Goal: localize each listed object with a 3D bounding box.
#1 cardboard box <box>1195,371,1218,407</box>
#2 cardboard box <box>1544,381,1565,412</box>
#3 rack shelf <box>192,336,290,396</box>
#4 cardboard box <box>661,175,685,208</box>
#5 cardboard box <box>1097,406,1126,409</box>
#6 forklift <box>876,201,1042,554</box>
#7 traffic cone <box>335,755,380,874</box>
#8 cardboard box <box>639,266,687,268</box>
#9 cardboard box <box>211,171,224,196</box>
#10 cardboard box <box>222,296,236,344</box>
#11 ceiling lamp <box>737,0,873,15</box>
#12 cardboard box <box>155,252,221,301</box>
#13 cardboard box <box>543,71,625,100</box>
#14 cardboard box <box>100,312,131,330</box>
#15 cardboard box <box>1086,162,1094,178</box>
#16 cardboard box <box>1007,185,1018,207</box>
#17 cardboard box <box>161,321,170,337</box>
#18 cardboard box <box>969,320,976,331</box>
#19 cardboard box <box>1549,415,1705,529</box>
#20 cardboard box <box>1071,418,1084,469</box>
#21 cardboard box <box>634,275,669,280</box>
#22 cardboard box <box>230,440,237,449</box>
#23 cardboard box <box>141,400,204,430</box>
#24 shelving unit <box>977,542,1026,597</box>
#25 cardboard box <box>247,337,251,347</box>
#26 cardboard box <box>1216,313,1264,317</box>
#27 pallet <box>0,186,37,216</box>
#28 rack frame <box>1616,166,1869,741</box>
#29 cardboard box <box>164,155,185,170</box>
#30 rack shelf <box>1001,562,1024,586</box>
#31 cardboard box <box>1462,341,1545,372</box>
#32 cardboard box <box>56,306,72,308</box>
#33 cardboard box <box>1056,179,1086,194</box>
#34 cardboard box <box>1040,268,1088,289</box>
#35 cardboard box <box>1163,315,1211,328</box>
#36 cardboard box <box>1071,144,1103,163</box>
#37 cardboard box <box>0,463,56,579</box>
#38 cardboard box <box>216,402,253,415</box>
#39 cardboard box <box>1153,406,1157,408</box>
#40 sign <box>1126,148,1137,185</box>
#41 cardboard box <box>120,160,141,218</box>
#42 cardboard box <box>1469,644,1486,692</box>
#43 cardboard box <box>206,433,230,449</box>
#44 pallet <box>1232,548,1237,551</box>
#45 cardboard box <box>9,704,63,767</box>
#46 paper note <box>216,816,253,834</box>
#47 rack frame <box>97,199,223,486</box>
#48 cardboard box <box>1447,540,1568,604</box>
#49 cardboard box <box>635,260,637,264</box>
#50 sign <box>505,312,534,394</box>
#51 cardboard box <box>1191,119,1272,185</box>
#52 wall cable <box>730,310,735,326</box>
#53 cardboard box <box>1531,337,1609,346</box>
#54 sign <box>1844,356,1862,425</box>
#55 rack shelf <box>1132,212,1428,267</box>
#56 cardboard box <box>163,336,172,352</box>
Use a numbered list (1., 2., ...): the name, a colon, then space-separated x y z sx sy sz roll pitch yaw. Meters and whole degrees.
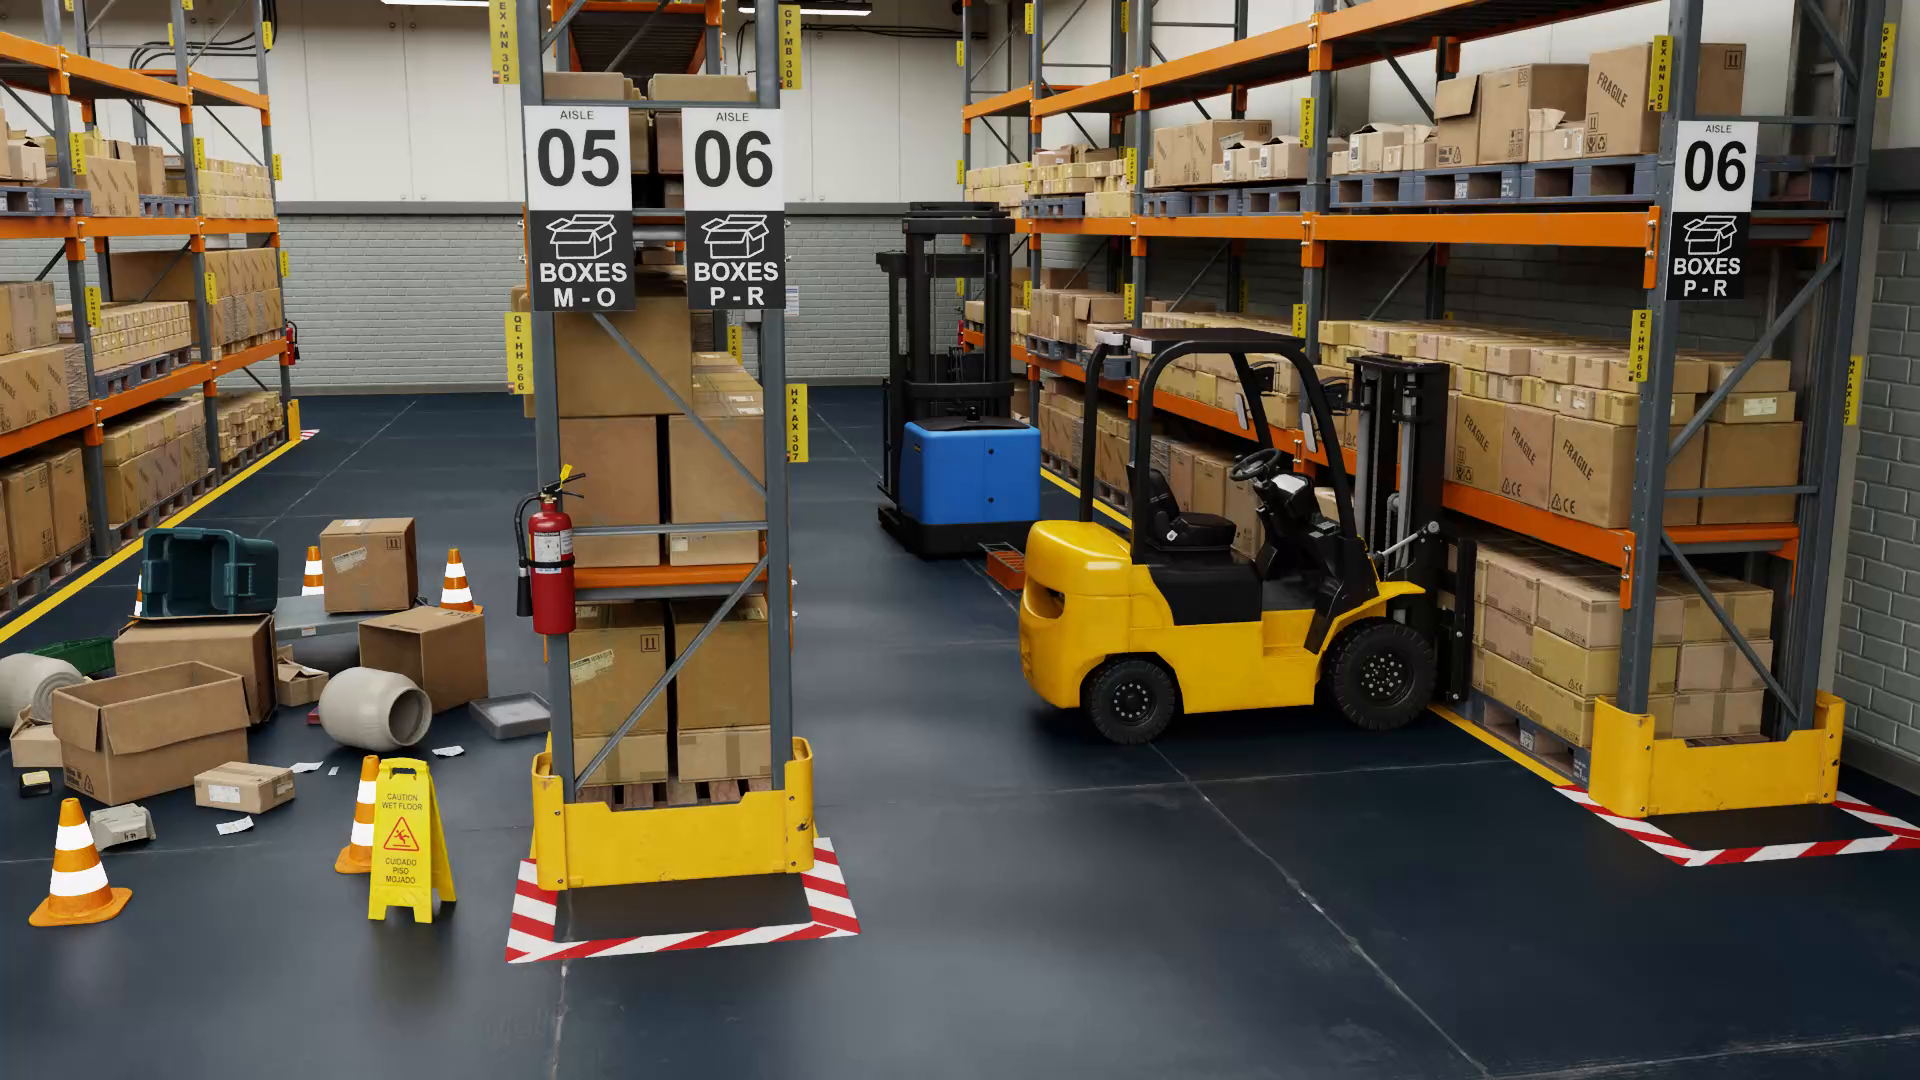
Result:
1. cardboard box: 2.242 -1.243 13.604 0.500 0.250 0.500 -2 11 -9
2. cardboard box: 3.241 -0.738 8.549 0.380 0.149 0.250 -2 11 -10
3. rack shelf: -8.774 -2.056 19.399 1.077 0.370 4.000 -2 11 -11
4. cardboard box: -1.101 -1.508 7.245 0.380 0.149 0.250 -2 11 -13
5. cardboard box: 1.522 -1.311 17.389 0.380 0.149 0.250 -3 11 -14
6. forklift: -0.141 -1.553 15.018 1.130 2.935 3.031 -2 11 -13
7. traffic cone: -2.565 1.174 7.289 0.336 0.463 0.334 -2 11 -11
8. cardboard box: -3.109 -2.614 17.465 0.500 0.500 0.500 -2 11 -10
9. cardboard box: -8.336 -3.876 18.082 0.500 0.250 0.500 -2 11 -11
10. cardboard box: -8.338 -2.428 18.368 0.500 0.500 0.500 -2 11 -11
11. ceiling lamp: -2.264 -9.377 24.285 2.000 3.185 0.800 -2 11 -11
12. cardboard box: -8.234 -2.820 17.755 0.500 0.500 0.500 -2 11 -10
13. cardboard box: -1.571 -1.833 6.822 0.380 0.149 0.250 -2 11 -10
14. cardboard box: -7.711 -1.968 14.972 0.380 0.149 0.250 -2 11 -8
15. cardboard box: 1.487 -3.720 16.738 0.380 0.149 0.250 -2 11 -11
16. cardboard box: 0.868 -4.142 20.021 0.500 0.250 0.500 -3 11 -13
17. cardboard box: -7.959 -2.062 16.259 0.380 0.149 0.250 -2 11 -13
18. cardboard box: 0.335 -2.962 22.908 0.380 0.149 0.250 -2 11 -11
19. cardboard box: 3.299 -0.351 8.251 0.500 0.500 0.500 -2 11 -12
20. cardboard box: 1.493 -1.019 17.591 0.500 0.500 0.500 -3 11 -13
21. cardboard box: -2.043 -1.277 9.646 0.700 0.500 0.500 -2 11 -11
22. cardboard box: -8.292 -1.019 18.530 0.380 0.149 0.250 -2 11 -11
23. cardboard box: -7.993 -1.262 16.859 0.500 0.250 0.500 -2 11 -13
24. shelving unit: 0.400 0.221 13.017 0.258 0.189 1.200 -3 11 -13
25. cardboard box: -8.659 -2.364 19.764 0.380 0.149 0.250 -3 11 -13
26. cardboard box: 2.519 -1.960 14.969 0.380 0.149 0.250 -2 11 -10
27. pallet: -7.210 -2.368 11.599 1.003 0.211 1.213 -2 11 -8
28. rack frame: 3.653 -0.221 7.836 1.000 3.000 0.127 -2 11 -11
29. cardboard box: -8.204 -3.946 17.380 0.380 0.149 0.250 -2 11 -12
30. rack shelf: 0.446 0.257 12.830 0.258 0.180 0.103 -3 11 -13
31. cardboard box: 3.030 -1.023 9.254 0.380 0.149 0.250 -2 11 -10
32. cardboard box: -8.606 -2.185 16.109 0.380 0.149 0.250 -2 11 -12
33. cardboard box: 1.228 -3.724 17.500 0.380 0.149 0.250 -2 11 -10
34. cardboard box: 1.290 -3.146 20.801 0.500 0.500 0.500 -2 11 -13
35. cardboard box: 1.998 -1.892 14.612 0.380 0.149 0.250 -2 11 -9
36. cardboard box: 1.445 -4.324 18.745 0.396 0.266 0.258 -2 11 -12
37. cardboard box: -7.404 -0.135 12.275 1.050 0.750 0.750 -2 11 -10
38. cardboard box: -8.607 -1.546 19.705 0.380 0.149 0.250 -3 11 -13
39. cardboard box: 1.997 -1.328 17.477 0.380 0.149 0.250 -2 11 -11
40. sign: 1.564 -3.397 15.114 0.100 0.325 0.005 -2 11 -11
41. cardboard box: -7.664 -3.129 14.822 0.500 0.500 0.500 -2 11 -11
42. cardboard box: 3.075 0.665 9.411 0.500 0.250 0.500 -2 11 -10
43. cardboard box: -8.142 -1.072 18.014 0.380 0.149 0.250 -2 11 -8
44. pallet: 2.452 0.057 13.832 1.003 0.211 1.213 -2 11 -11
45. cardboard box: -4.689 1.016 8.646 0.396 0.266 0.258 0 11 -1
46. paper note: -3.352 1.318 7.692 0.148 0.019 0.142 -6 13 -31
47. rack frame: -8.385 -2.042 17.404 1.000 3.000 0.127 -2 11 -11
48. cardboard box: 3.044 0.173 9.320 0.500 0.250 0.500 -2 11 -10
49. cardboard box: -4.000 -3.435 21.780 0.500 0.500 0.500 -2 11 -9
50. sign: -1.764 -0.747 6.659 0.100 0.325 0.005 -2 11 -11
51. cardboard box: 2.196 -3.138 13.481 0.500 0.500 0.500 -2 11 -10
52. wall cable: -4.058 -4.561 27.918 0.588 1.984 0.122 -2 11 -11
53. cardboard box: 3.524 -1.089 9.598 0.380 0.149 0.250 -2 11 -11
54. sign: 4.198 -0.704 7.848 0.100 0.325 0.005 -2 11 -11
55. rack shelf: 2.486 -2.442 13.404 1.077 0.370 4.000 -2 11 -11
56. cardboard box: -7.968 -1.920 16.311 0.380 0.149 0.250 -3 11 -14
